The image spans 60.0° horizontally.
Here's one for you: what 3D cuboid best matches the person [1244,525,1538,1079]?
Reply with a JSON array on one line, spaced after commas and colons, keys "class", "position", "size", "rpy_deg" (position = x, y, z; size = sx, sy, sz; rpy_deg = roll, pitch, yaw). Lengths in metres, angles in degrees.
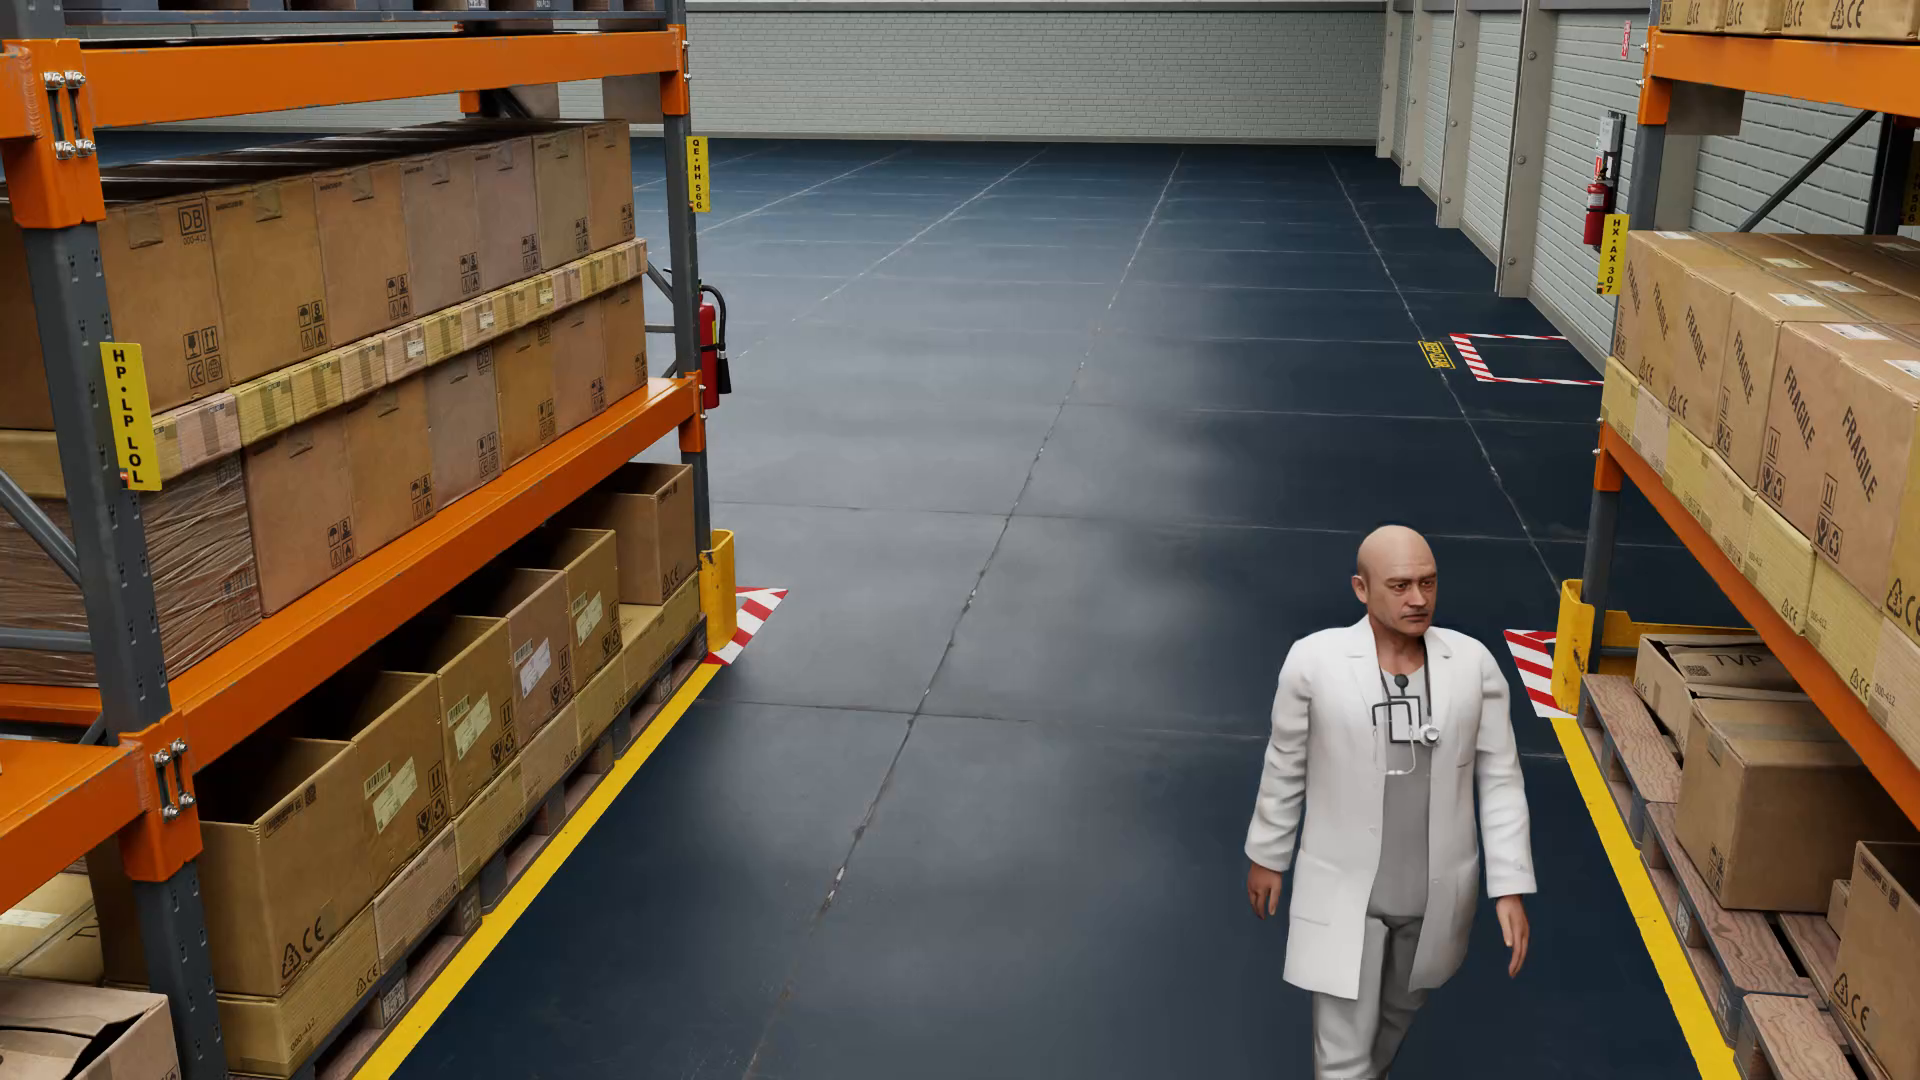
[{"class": "person", "position": [1.024, 0.837, 3.907], "size": [0.621, 1.723, 1.058], "rpy_deg": [0, 18, -1]}]
